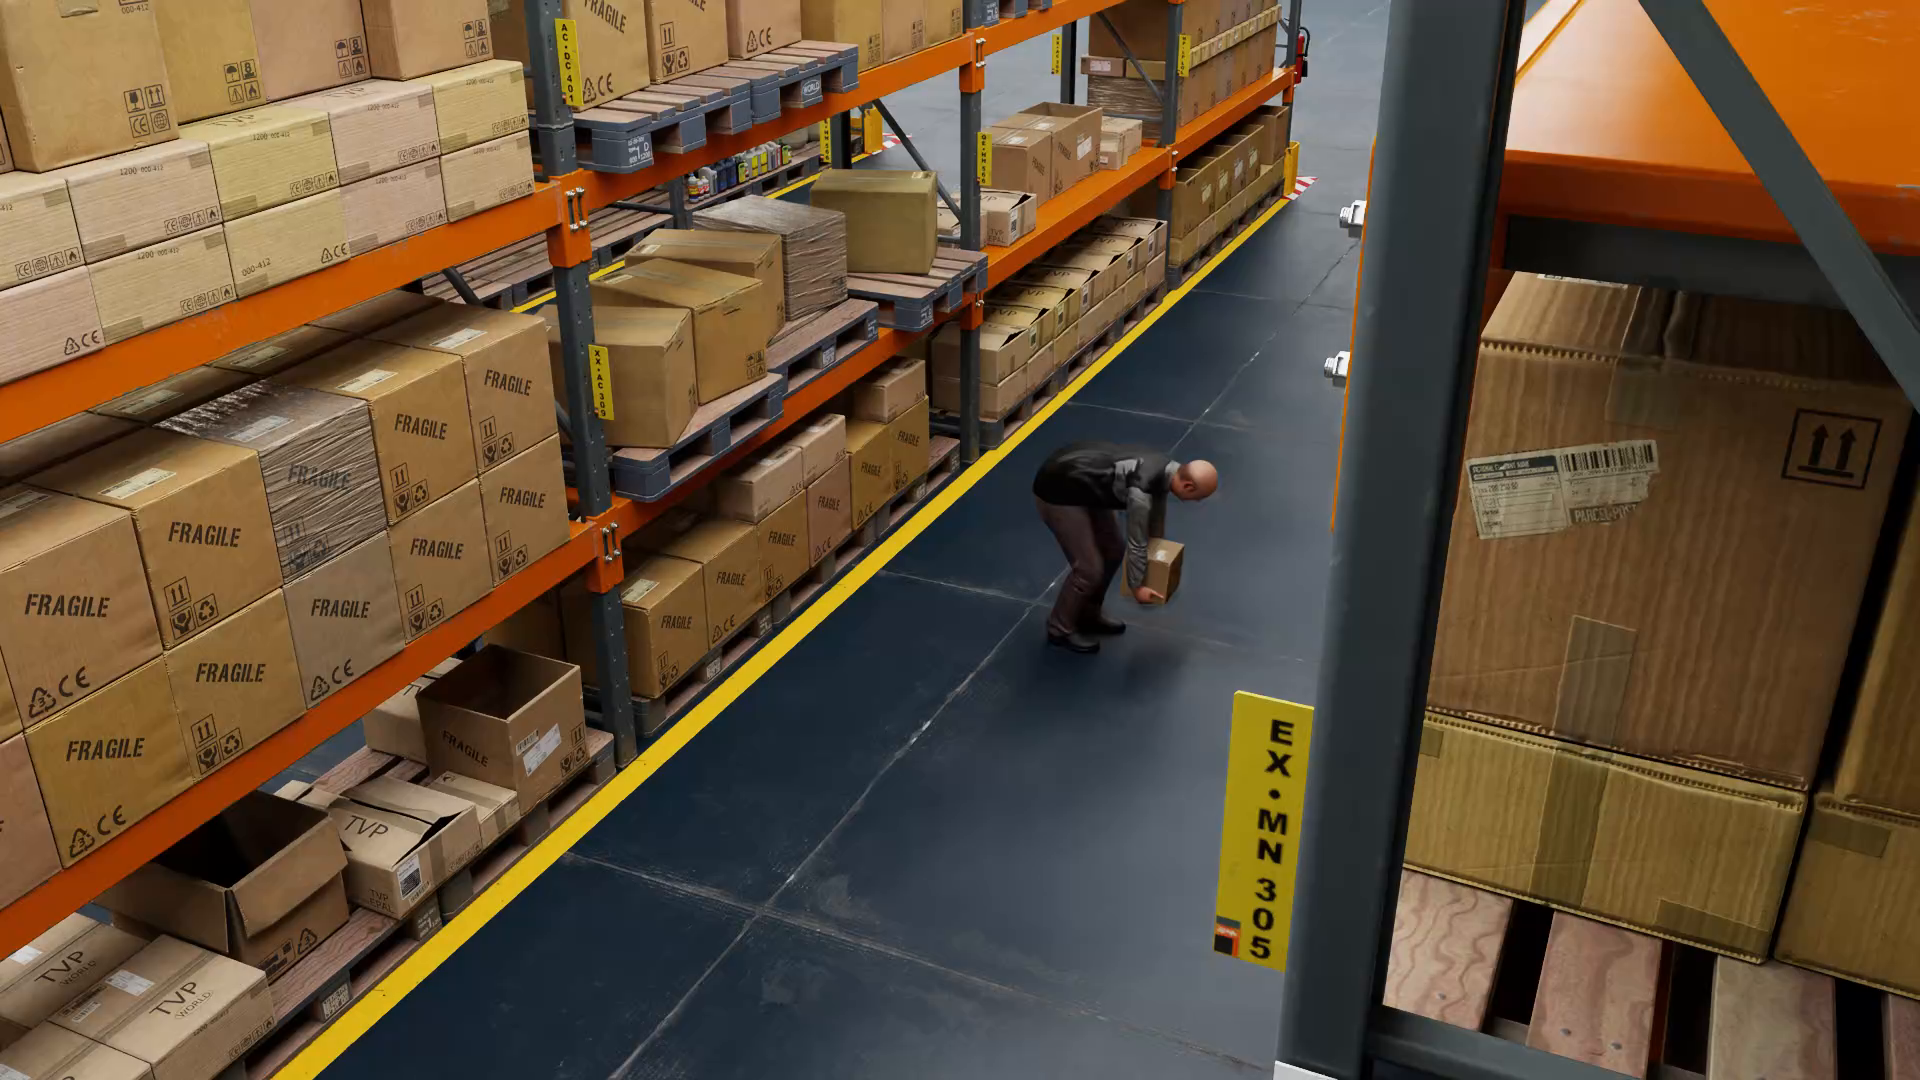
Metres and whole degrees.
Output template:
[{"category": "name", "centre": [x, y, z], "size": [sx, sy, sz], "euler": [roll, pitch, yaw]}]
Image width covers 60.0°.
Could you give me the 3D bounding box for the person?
[{"category": "person", "centre": [0.857, 0.034, 8.732], "size": [0.955, 1.145, 0.465], "euler": [10, 28, 20]}]
